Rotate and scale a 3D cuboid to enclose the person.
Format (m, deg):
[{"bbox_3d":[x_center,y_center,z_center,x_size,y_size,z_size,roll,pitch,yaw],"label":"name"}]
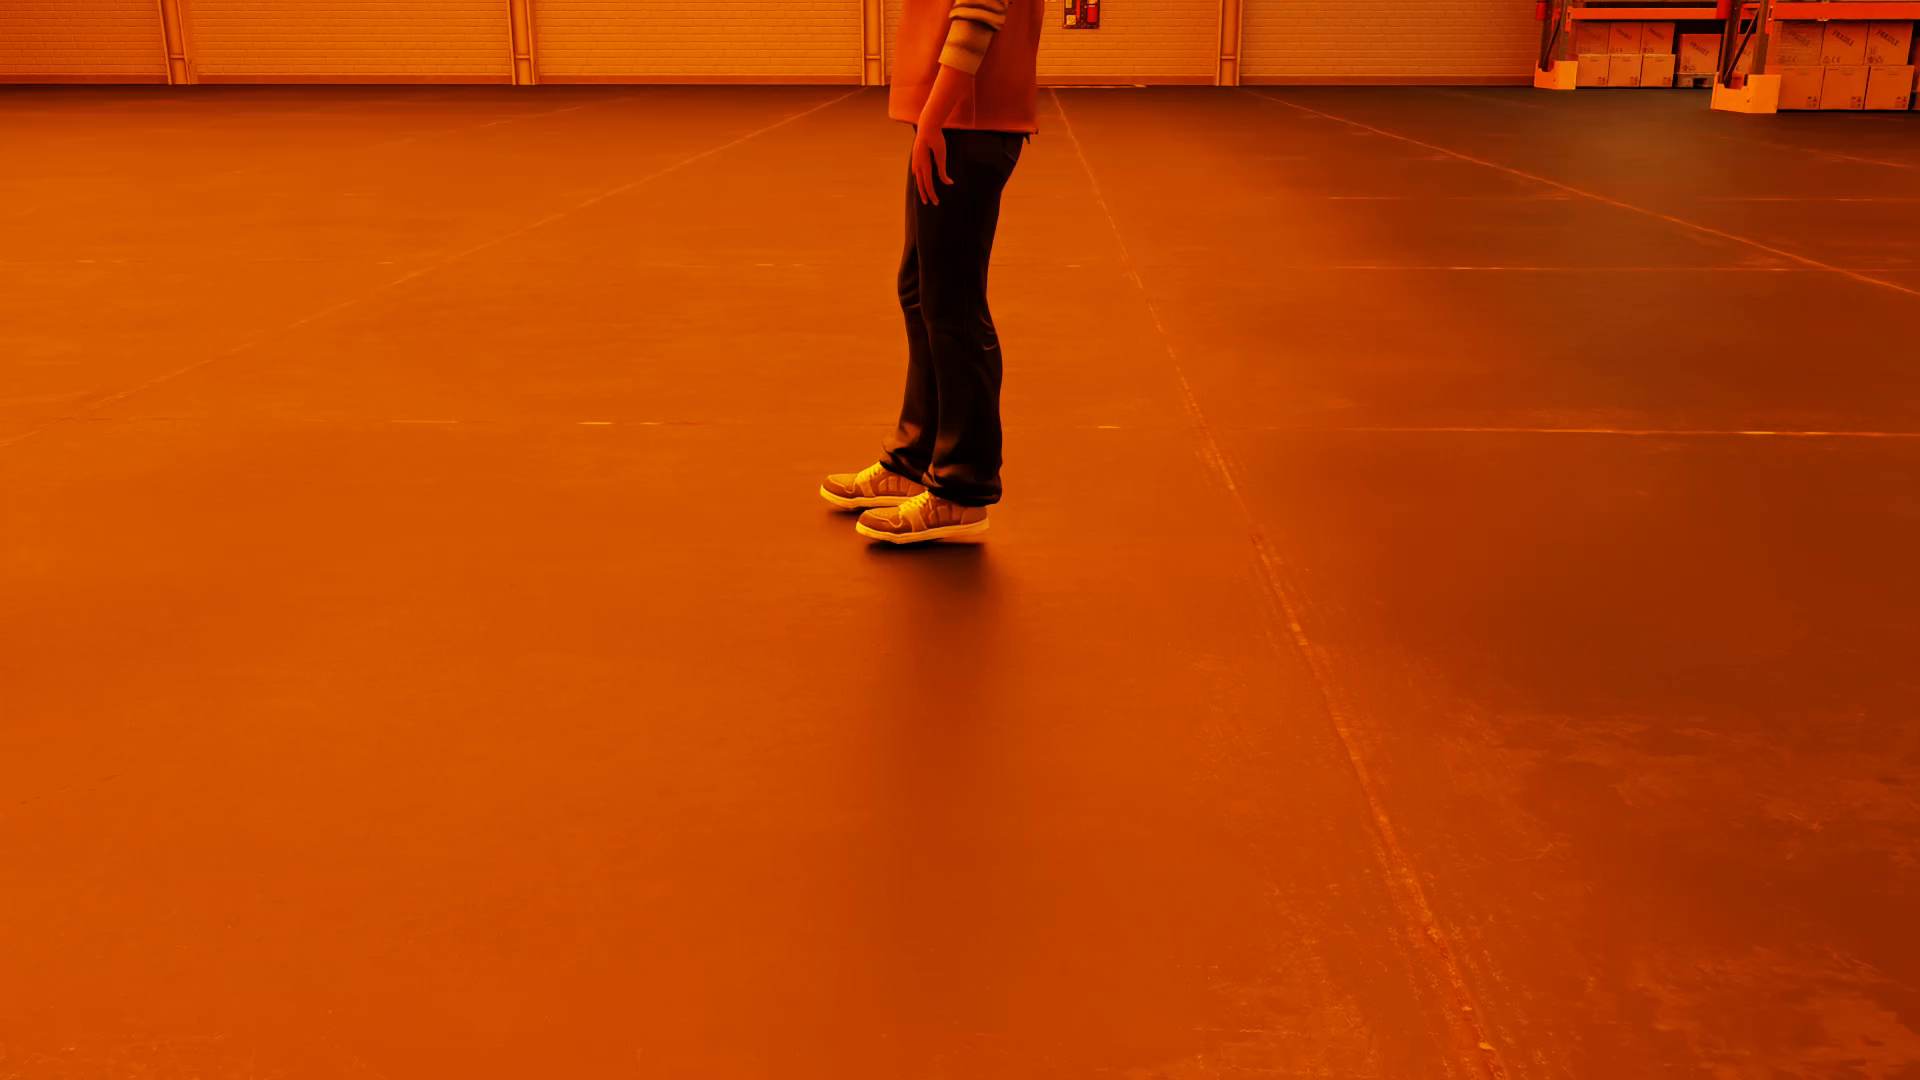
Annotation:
[{"bbox_3d":[-0.074,-0.774,3.148,0.473,1.599,0.521,1,17,2],"label":"person"}]
